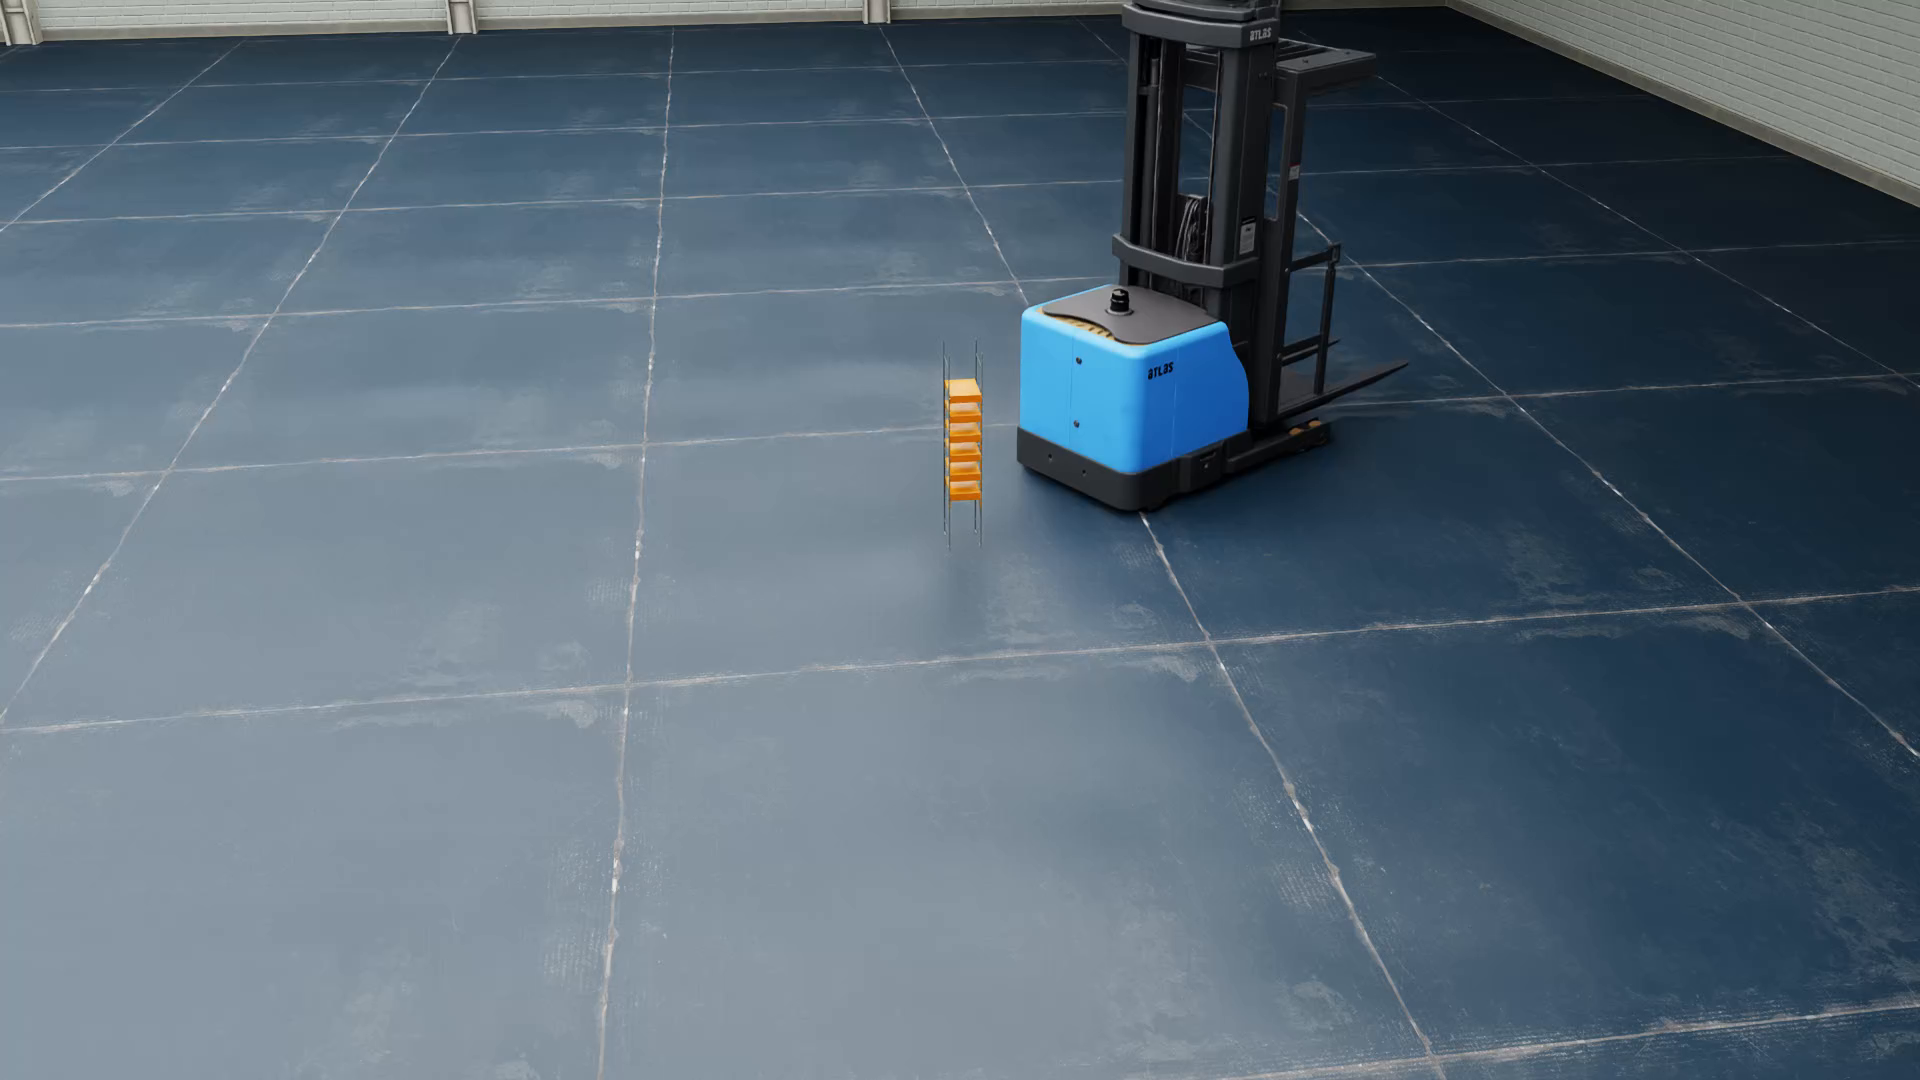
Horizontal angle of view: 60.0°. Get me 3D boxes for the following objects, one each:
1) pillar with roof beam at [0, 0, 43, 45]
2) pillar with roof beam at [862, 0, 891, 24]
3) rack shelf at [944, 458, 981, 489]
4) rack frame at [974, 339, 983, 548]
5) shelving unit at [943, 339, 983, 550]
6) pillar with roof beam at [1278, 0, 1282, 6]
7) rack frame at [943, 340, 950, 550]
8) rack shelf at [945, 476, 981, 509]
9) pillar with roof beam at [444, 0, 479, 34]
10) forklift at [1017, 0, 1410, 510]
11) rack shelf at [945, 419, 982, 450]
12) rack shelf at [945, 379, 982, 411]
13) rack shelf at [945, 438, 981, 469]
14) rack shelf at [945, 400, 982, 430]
[{"bbox_3d":[-12.530,-9.041,17.514,0.400,9.000,9.100,-4,27,-7],"label":"pillar with roof beam"},{"bbox_3d":[-0.647,-9.805,19.001,0.400,9.000,9.100,-4,27,-7],"label":"pillar with roof beam"},{"bbox_3d":[0.014,-0.388,9.553,0.180,0.103,0.258,-4,27,-7],"label":"rack shelf"},{"bbox_3d":[0.105,-0.541,9.489,0.006,1.200,0.240,-4,27,-7],"label":"rack frame"},{"bbox_3d":[0.014,-0.535,9.478,0.189,1.200,0.258,-4,27,-7],"label":"shelving unit"},{"bbox_3d":[5.294,-10.186,19.745,0.400,9.000,9.100,-4,27,-7],"label":"pillar with roof beam"},{"bbox_3d":[-0.076,-0.529,9.467,0.006,1.200,0.240,-4,27,-7],"label":"rack frame"},{"bbox_3d":[0.014,-0.282,9.608,0.180,0.103,0.258,-4,27,-7],"label":"rack shelf"},{"bbox_3d":[-6.589,-9.423,18.258,0.400,9.000,9.100,-4,27,-7],"label":"pillar with roof beam"},{"bbox_3d":[1.808,-2.029,10.493,3.031,2.935,1.130,-21,34,-35],"label":"forklift"},{"bbox_3d":[0.014,-0.602,9.443,0.180,0.103,0.258,-4,27,-7],"label":"rack shelf"},{"bbox_3d":[0.014,-0.816,9.334,0.180,0.103,0.258,-4,27,-7],"label":"rack shelf"},{"bbox_3d":[0.014,-0.495,9.498,0.180,0.103,0.258,-4,27,-7],"label":"rack shelf"},{"bbox_3d":[0.014,-0.709,9.389,0.180,0.103,0.258,-4,27,-7],"label":"rack shelf"}]
